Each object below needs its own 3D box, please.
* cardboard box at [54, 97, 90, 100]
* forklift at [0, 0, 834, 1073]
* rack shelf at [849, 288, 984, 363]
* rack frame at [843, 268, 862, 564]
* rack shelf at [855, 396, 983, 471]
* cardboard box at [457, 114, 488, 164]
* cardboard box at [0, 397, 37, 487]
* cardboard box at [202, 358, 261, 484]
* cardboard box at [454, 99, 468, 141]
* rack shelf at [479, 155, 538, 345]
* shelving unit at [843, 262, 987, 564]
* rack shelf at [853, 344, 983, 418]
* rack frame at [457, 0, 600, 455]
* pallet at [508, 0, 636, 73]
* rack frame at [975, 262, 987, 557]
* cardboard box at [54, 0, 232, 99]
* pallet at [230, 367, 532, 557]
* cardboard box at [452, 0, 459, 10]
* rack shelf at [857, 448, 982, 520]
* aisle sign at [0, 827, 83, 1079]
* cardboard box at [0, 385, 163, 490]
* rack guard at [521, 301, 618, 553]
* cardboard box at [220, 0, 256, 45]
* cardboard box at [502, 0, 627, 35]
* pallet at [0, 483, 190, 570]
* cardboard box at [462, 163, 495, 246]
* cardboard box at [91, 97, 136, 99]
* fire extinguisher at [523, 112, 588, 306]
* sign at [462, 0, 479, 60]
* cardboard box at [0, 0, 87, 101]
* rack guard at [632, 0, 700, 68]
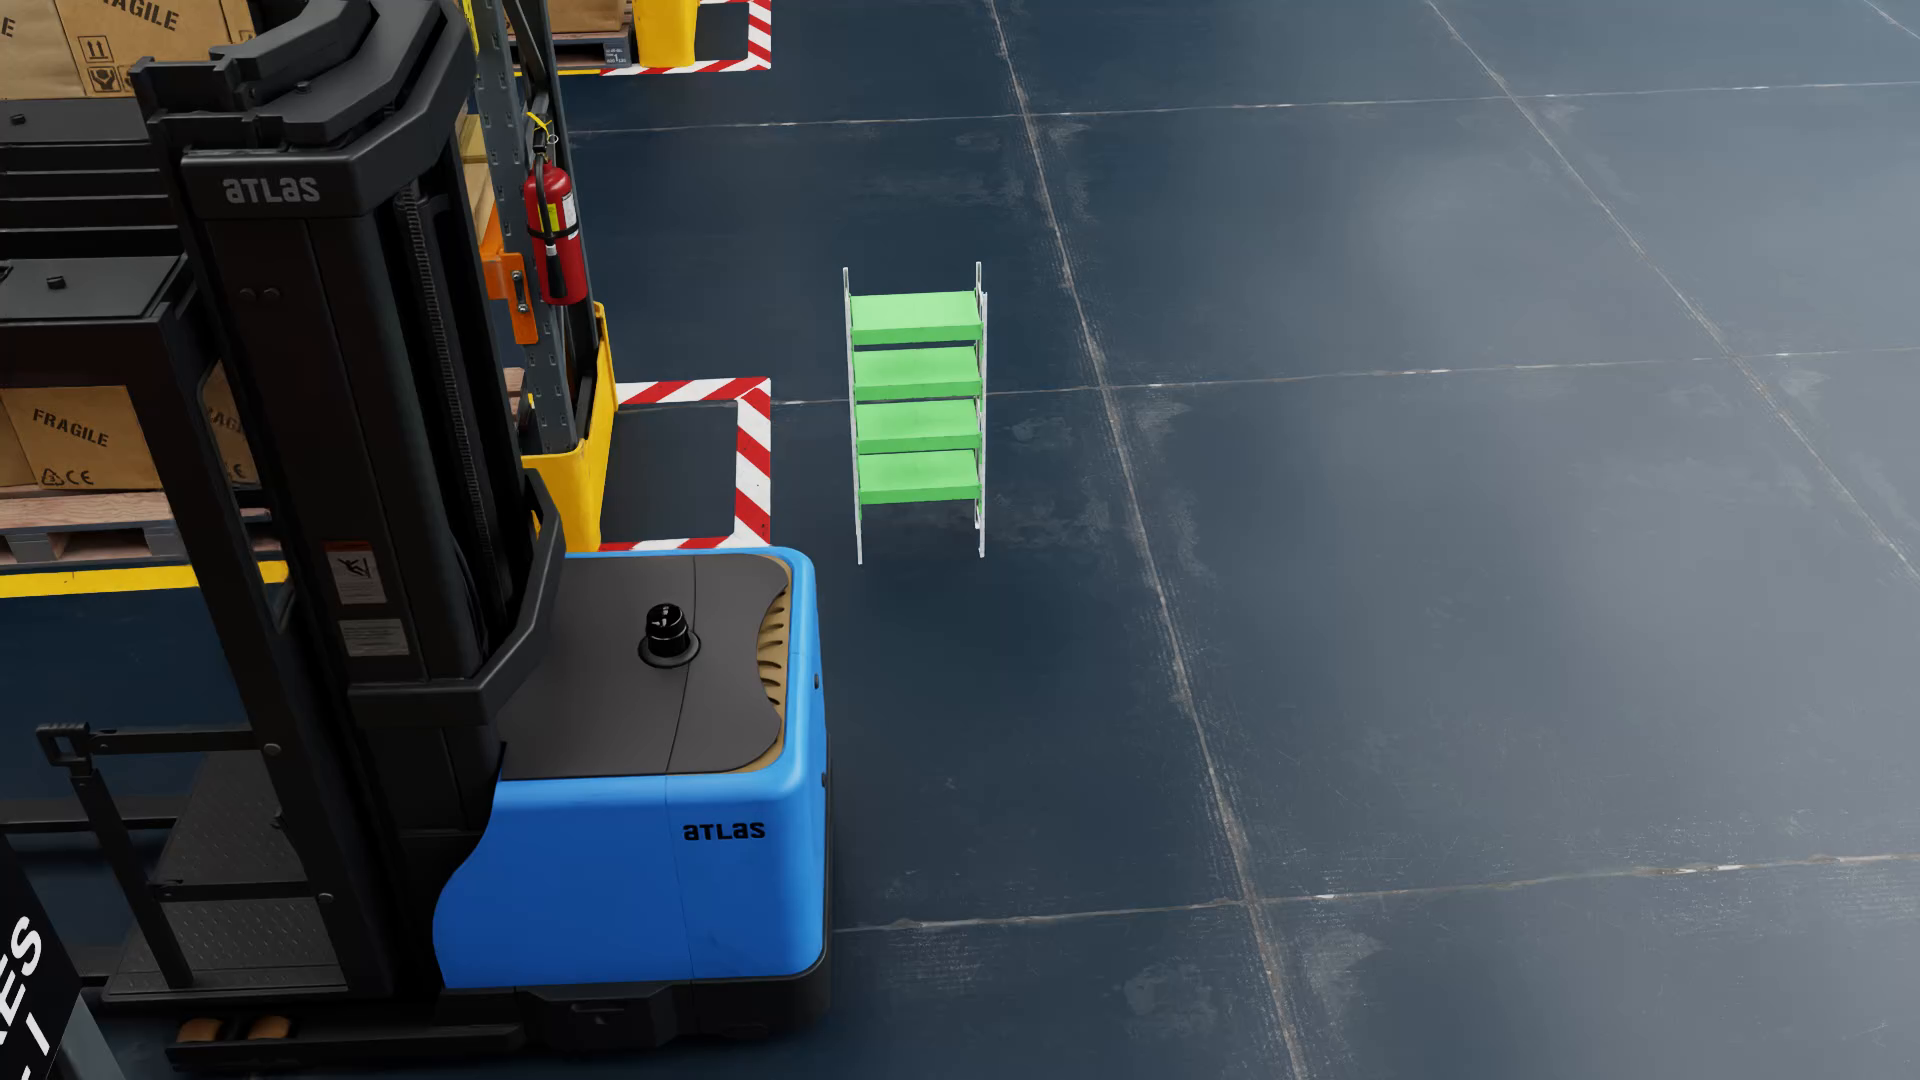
[{"bbox_3d":[-3.137,-1.507,5.918,0.500,0.500,0.875,-3,38,-4],"label":"cardboard box"},{"bbox_3d":[-1.916,0.048,4.323,3.031,2.935,1.130,-2,38,-2],"label":"forklift"},{"bbox_3d":[-0.165,-0.789,6.109,0.480,0.148,0.258,-3,38,-4],"label":"rack shelf"},{"bbox_3d":[-0.408,-0.449,6.350,0.015,1.200,0.240,-3,38,-4],"label":"rack frame"},{"bbox_3d":[-0.165,-0.412,6.406,0.480,0.148,0.258,-3,38,-4],"label":"rack shelf"},{"bbox_3d":[-1.903,-1.500,6.432,0.250,0.149,0.380,-3,38,-4],"label":"cardboard box"},{"bbox_3d":[-3.999,-0.547,6.700,0.500,0.500,0.500,-6,39,-8],"label":"cardboard box"},{"bbox_3d":[-2.814,-0.572,6.733,0.500,0.500,0.500,6,39,8],"label":"cardboard box"},{"bbox_3d":[-2.148,-1.609,6.047,0.500,0.500,0.875,-3,38,-4],"label":"cardboard box"},{"bbox_3d":[-3.590,-1.075,6.271,4.000,0.370,1.077,-3,38,-4],"label":"rack shelf"},{"bbox_3d":[-0.165,-0.462,6.367,0.503,1.200,0.258,-3,38,-4],"label":"shelving unit"},{"bbox_3d":[-0.165,-0.600,6.258,0.480,0.148,0.258,-3,38,-4],"label":"rack shelf"},{"bbox_3d":[-1.598,-1.467,6.187,0.127,3.000,1.000,-3,38,-4],"label":"rack frame"},{"bbox_3d":[-2.726,-3.346,10.820,1.213,0.211,1.003,-3,38,-4],"label":"pallet"},{"bbox_3d":[0.078,-0.475,6.384,0.015,1.200,0.240,-3,38,-4],"label":"rack frame"},{"bbox_3d":[-2.621,-1.802,5.484,0.500,0.500,0.500,-3,38,-4],"label":"cardboard box"},{"bbox_3d":[-2.486,-0.345,7.017,1.213,0.211,1.003,-3,38,-4],"label":"pallet"},{"bbox_3d":[-3.482,-3.736,10.439,0.875,0.875,0.875,-4,38,-5],"label":"cardboard box"},{"bbox_3d":[-0.165,-0.223,6.555,0.480,0.148,0.258,-3,38,-4],"label":"rack shelf"},{"bbox_3d":[-1.113,0.384,1.743,0.004,0.787,0.394,-3,38,-4],"label":"aisle sign"},{"bbox_3d":[-3.439,-0.550,6.704,0.500,0.500,0.500,0,38,0],"label":"cardboard box"},{"bbox_3d":[-1.673,-0.481,6.956,0.348,0.500,1.175,-3,38,-4],"label":"rack guard"},{"bbox_3d":[-2.124,-1.833,5.523,0.500,0.500,0.500,-3,38,-4],"label":"cardboard box"},{"bbox_3d":[-2.606,-3.785,10.502,0.875,0.875,0.875,-3,38,-4],"label":"cardboard box"},{"bbox_3d":[-3.698,-0.280,6.935,1.213,0.211,1.003,-3,38,-4],"label":"pallet"},{"bbox_3d":[-1.863,-1.225,6.084,0.250,0.149,0.380,-3,38,-4],"label":"cardboard box"},{"bbox_3d":[-2.635,-1.508,5.919,0.500,0.500,0.875,-3,38,-4],"label":"cardboard box"},{"bbox_3d":[-1.443,-1.158,5.859,0.183,0.674,0.296,-3,38,-4],"label":"fire extinguisher"},{"bbox_3d":[-1.568,-1.702,5.295,0.005,0.325,0.100,-3,38,-4],"label":"sign"},{"bbox_3d":[-3.119,-1.776,5.451,0.500,0.500,0.500,-3,38,-4],"label":"cardboard box"},{"bbox_3d":[-1.912,-3.553,10.849,0.348,0.500,1.175,-3,38,-4],"label":"rack guard"}]
